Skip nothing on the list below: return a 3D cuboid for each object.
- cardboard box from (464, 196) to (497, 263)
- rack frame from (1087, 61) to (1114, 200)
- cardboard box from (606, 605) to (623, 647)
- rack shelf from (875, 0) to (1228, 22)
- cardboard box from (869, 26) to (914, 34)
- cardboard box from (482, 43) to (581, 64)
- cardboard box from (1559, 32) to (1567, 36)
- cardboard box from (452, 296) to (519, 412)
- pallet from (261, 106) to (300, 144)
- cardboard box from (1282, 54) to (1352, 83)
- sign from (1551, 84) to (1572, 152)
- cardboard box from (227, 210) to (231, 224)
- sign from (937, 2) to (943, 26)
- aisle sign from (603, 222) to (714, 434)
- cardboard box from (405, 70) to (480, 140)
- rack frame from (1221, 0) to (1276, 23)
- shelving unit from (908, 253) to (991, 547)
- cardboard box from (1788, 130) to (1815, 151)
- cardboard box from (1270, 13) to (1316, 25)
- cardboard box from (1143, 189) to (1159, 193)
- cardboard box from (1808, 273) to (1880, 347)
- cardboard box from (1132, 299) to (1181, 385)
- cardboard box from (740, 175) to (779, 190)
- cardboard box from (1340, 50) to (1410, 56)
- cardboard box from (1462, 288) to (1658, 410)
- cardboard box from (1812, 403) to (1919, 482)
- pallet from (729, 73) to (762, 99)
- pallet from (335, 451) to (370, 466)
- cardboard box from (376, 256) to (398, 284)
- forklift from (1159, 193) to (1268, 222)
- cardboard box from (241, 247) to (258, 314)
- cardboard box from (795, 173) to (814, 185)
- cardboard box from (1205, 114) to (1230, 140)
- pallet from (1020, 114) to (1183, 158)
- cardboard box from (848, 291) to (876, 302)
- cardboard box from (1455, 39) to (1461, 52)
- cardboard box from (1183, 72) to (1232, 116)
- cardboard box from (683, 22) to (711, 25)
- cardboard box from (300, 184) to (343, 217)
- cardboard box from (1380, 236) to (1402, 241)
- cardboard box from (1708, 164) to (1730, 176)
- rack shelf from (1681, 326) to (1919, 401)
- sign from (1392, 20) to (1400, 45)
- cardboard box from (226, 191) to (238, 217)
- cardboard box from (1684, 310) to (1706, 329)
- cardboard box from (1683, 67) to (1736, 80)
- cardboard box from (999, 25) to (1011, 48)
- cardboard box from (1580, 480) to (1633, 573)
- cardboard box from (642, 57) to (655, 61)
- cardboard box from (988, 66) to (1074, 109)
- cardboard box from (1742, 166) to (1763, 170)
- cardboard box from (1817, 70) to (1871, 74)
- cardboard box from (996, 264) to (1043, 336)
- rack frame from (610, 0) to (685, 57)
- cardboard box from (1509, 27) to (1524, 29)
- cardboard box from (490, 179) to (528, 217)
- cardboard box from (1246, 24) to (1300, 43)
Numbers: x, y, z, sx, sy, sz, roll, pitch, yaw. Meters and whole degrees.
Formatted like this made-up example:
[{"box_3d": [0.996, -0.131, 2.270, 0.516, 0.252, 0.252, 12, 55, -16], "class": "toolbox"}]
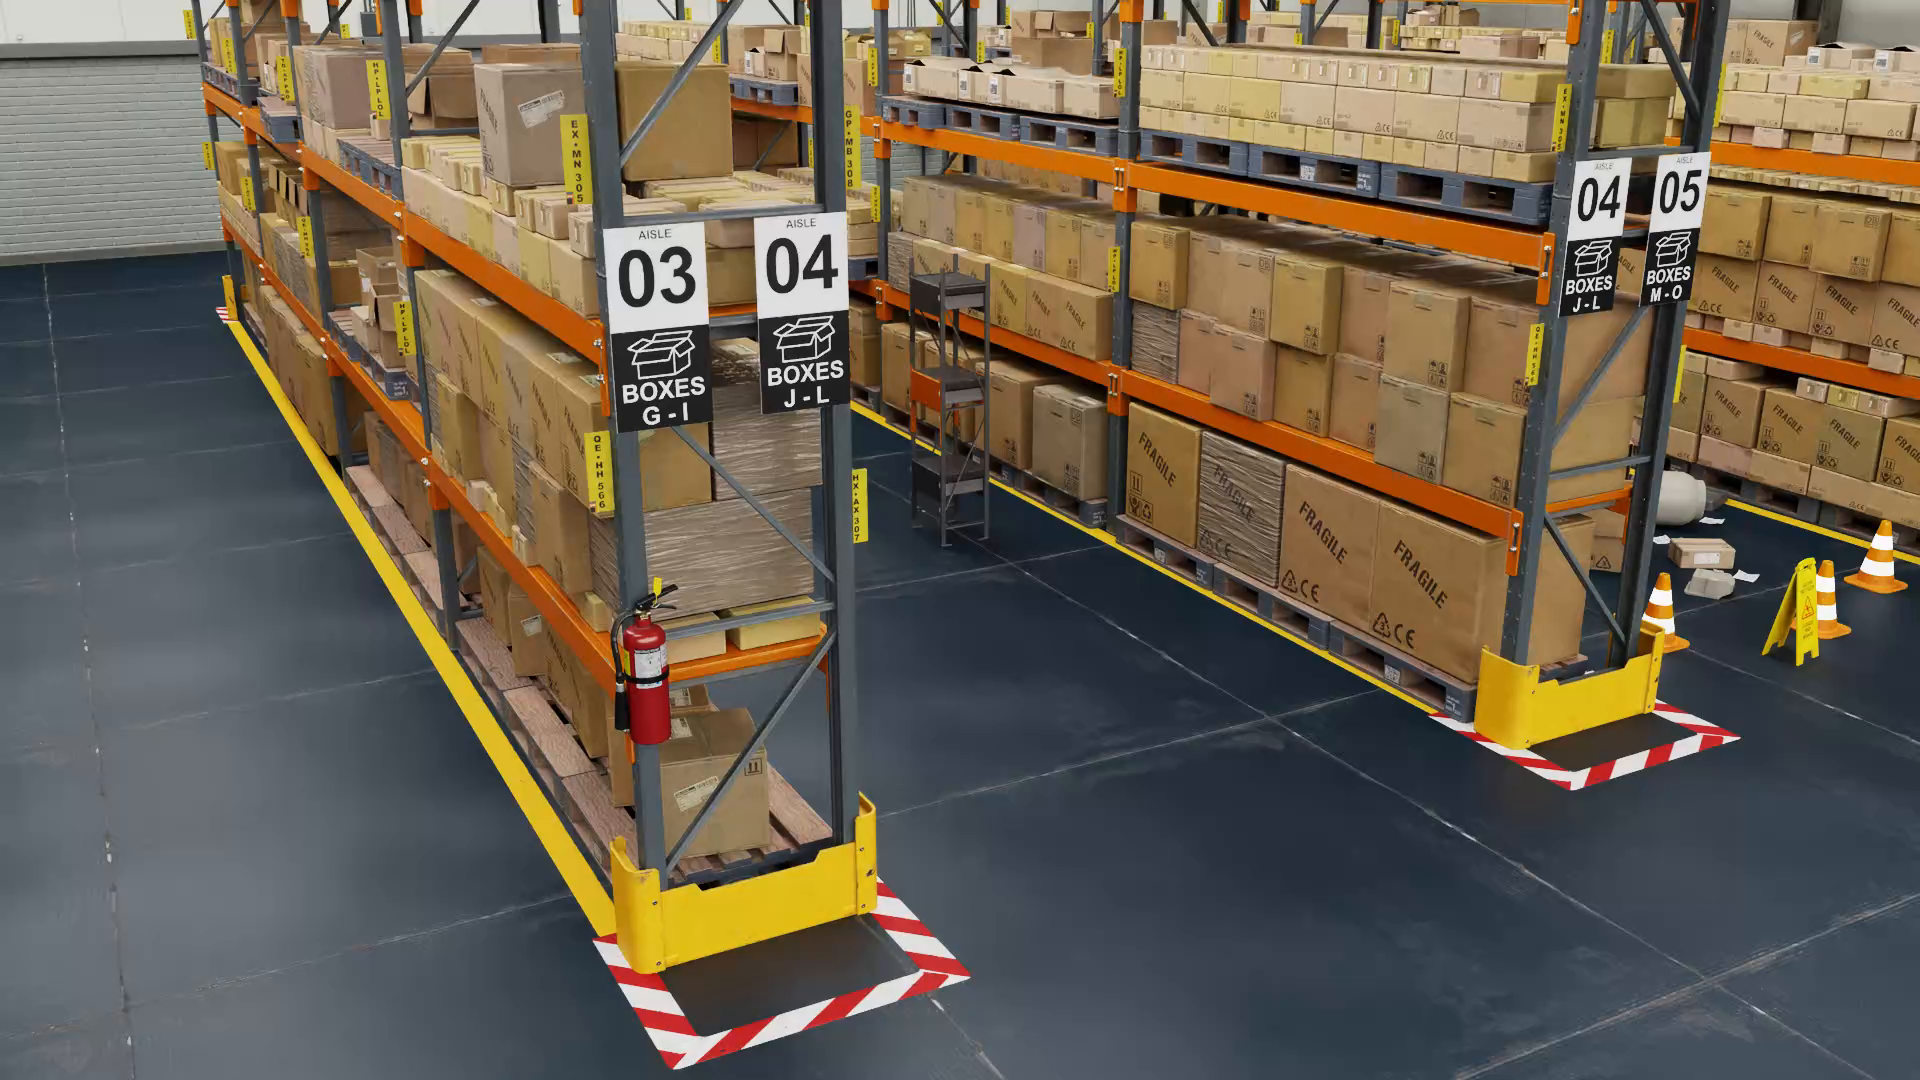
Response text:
[{"box_3d": [-2.092, -1.532, 8.103, 0.500, 0.250, 0.500, -10, 22, -28], "class": "cardboard box"}, {"box_3d": [2.102, -4.630, 21.452, 1.000, 3.000, 0.127, -10, 21, -27], "class": "rack frame"}, {"box_3d": [-1.356, 0.346, 7.414, 0.380, 0.149, 0.250, -10, 21, -27], "class": "cardboard box"}, {"box_3d": [0.643, -4.419, 13.358, 1.077, 0.370, 4.000, -10, 21, -27], "class": "rack shelf"}, {"box_3d": [-0.657, -4.887, 16.271, 0.396, 0.266, 0.258, -10, 21, -27], "class": "cardboard box"}, {"box_3d": [-2.382, -2.551, 9.452, 0.500, 0.500, 0.500, -11, 22, -28], "class": "cardboard box"}, {"box_3d": [7.658, -6.221, 20.626, 0.380, 0.149, 0.250, -10, 22, -28], "class": "cardboard box"}, {"box_3d": [-2.355, -1.004, 8.800, 0.500, 0.500, 0.500, -10, 21, -27], "class": "cardboard box"}, {"box_3d": [-5.072, -3.452, 13.729, 1.213, 0.211, 1.003, -9, 21, -24], "class": "pallet"}, {"box_3d": [2.189, -2.866, 10.106, 0.380, 0.149, 0.250, -10, 21, -27], "class": "cardboard box"}, {"box_3d": [3.008, -2.109, 8.310, 0.100, 0.325, 0.005, -10, 21, -27], "class": "sign"}, {"box_3d": [-8.271, -3.750, 19.287, 0.380, 0.149, 0.250, -10, 22, -27], "class": "cardboard box"}, {"box_3d": [-0.288, -7.563, 23.891, 0.100, 0.325, 0.005, -10, 21, -27], "class": "sign"}, {"box_3d": [-1.155, -0.815, 6.410, 0.394, 0.787, 0.004, -10, 21, -27], "class": "aisle sign"}, {"box_3d": [-2.956, -2.614, 10.209, 0.797, 0.503, 0.637, -11, 22, -29], "class": "cardboard box"}, {"box_3d": [4.569, -9.385, 26.032, 1.000, 3.000, 0.127, -10, 21, -27], "class": "rack frame"}, {"box_3d": [-0.079, -1.040, 12.427, 0.431, 2.100, 0.503, -10, 21, -27], "class": "shelving unit"}, {"box_3d": [6.566, -3.062, 12.693, 0.380, 0.149, 0.250, -10, 21, -26], "class": "cardboard box"}, {"box_3d": [5.035, -7.815, 25.091, 0.500, 0.250, 0.500, -10, 22, -27], "class": "cardboard box"}, {"box_3d": [2.552, -4.332, 20.049, 0.500, 0.250, 0.500, -10, 21, -26], "class": "cardboard box"}, {"box_3d": [6.832, -1.775, 12.568, 0.500, 0.500, 0.500, -10, 21, -27], "class": "cardboard box"}, {"box_3d": [1.779, -1.505, 12.164, 0.875, 0.550, 0.550, -10, 21, -27], "class": "cardboard box"}, {"box_3d": [-2.167, -3.858, 18.043, 0.380, 0.149, 0.250, -10, 21, -26], "class": "cardboard box"}, {"box_3d": [2.646, -3.042, 10.616, 0.380, 0.149, 0.250, -10, 22, -27], "class": "cardboard box"}, {"box_3d": [3.350, -1.084, 9.288, 0.875, 0.550, 0.550, -10, 21, -27], "class": "cardboard box"}, {"box_3d": [6.940, -0.778, 12.709, 0.500, 0.500, 0.500, -9, 21, -25], "class": "cardboard box"}, {"box_3d": [-2.007, -4.970, 18.126, 1.213, 0.211, 1.003, -10, 21, -27], "class": "pallet"}, {"box_3d": [-5.028, -0.867, 14.820, 1.003, 0.211, 1.213, -10, 21, -27], "class": "pallet"}, {"box_3d": [-4.075, -1.899, 12.740, 0.700, 0.500, 0.500, -7, 20, -19], "class": "cardboard box"}, {"box_3d": [2.634, -2.620, 15.731, 1.130, 2.935, 3.031, -12, 22, -31], "class": "forklift"}, {"box_3d": [-8.144, -3.267, 20.113, 0.875, 0.875, 0.875, -10, 21, -27], "class": "cardboard box"}, {"box_3d": [-1.594, -3.959, 18.336, 0.380, 0.149, 0.250, -11, 22, -28], "class": "cardboard box"}, {"box_3d": [1.827, -2.708, 10.871, 0.380, 0.149, 0.250, -10, 22, -28], "class": "cardboard box"}, {"box_3d": [1.114, -3.121, 12.773, 0.805, 0.209, 1.217, -11, 22, -29], "class": "pallet"}, {"box_3d": [-1.111, -2.357, 16.902, 0.500, 0.250, 0.500, -10, 21, -26], "class": "cardboard box"}, {"box_3d": [6.748, -6.505, 21.874, 0.380, 0.149, 0.250, -10, 22, -27], "class": "cardboard box"}, {"box_3d": [1.820, -2.943, 10.941, 0.500, 0.250, 0.500, -10, 21, -27], "class": "cardboard box"}, {"box_3d": [-3.248, -6.404, 20.846, 0.380, 0.149, 0.250, -11, 22, -28], "class": "cardboard box"}, {"box_3d": [-5.360, -2.869, 14.655, 0.797, 0.503, 0.637, -9, 21, -25], "class": "cardboard box"}, {"box_3d": [4.482, -3.129, 16.841, 0.380, 0.149, 0.250, -9, 21, -23], "class": "cardboard box"}, {"box_3d": [8.668, -4.250, 19.200, 0.380, 0.149, 0.250, -10, 21, -26], "class": "cardboard box"}, {"box_3d": [6.851, -1.420, 13.250, 1.077, 0.370, 4.000, -10, 21, -27], "class": "rack shelf"}, {"box_3d": [5.995, -6.976, 22.860, 0.100, 0.325, 0.005, -10, 21, -27], "class": "sign"}, {"box_3d": [-8.040, -3.841, 18.937, 0.500, 0.250, 0.500, -11, 22, -28], "class": "cardboard box"}, {"box_3d": [6.174, -1.863, 13.816, 0.380, 0.149, 0.250, -9, 21, -25], "class": "cardboard box"}, {"box_3d": [6.030, -3.722, 13.383, 0.380, 0.149, 0.250, -11, 22, -28], "class": "cardboard box"}, {"box_3d": [0.870, -6.963, 22.952, 0.500, 0.311, 0.500, -10, 21, -26], "class": "cardboard box"}, {"box_3d": [4.739, -0.118, 12.201, 0.637, 0.503, 0.797, 7, 20, 20], "class": "cardboard box"}, {"box_3d": [-3.615, -5.864, 20.658, 0.500, 0.250, 0.500, -11, 22, -28], "class": "cardboard box"}, {"box_3d": [0.567, -3.629, 13.290, 0.500, 0.311, 0.500, -11, 22, -29], "class": "cardboard box"}, {"box_3d": [9.226, -4.256, 19.218, 0.380, 0.149, 0.250, -10, 21, -27], "class": "cardboard box"}, {"box_3d": [6.919, -3.591, 13.003, 0.380, 0.149, 0.250, -10, 21, -26], "class": "cardboard box"}, {"box_3d": [0.630, -1.984, 13.629, 0.500, 0.500, 0.500, -10, 21, -26], "class": "cardboard box"}, {"box_3d": [-4.105, -7.819, 21.495, 1.000, 3.000, 0.127, -10, 21, -27], "class": "rack frame"}, {"box_3d": [7.283, -6.639, 21.806, 0.380, 0.149, 0.250, -10, 21, -26], "class": "cardboard box"}, {"box_3d": [-1.939, -1.592, 7.667, 0.380, 0.149, 0.250, -11, 22, -29], "class": "cardboard box"}, {"box_3d": [3.364, -5.401, 18.288, 0.700, 0.500, 0.500, -11, 22, -29], "class": "cardboard box"}]
